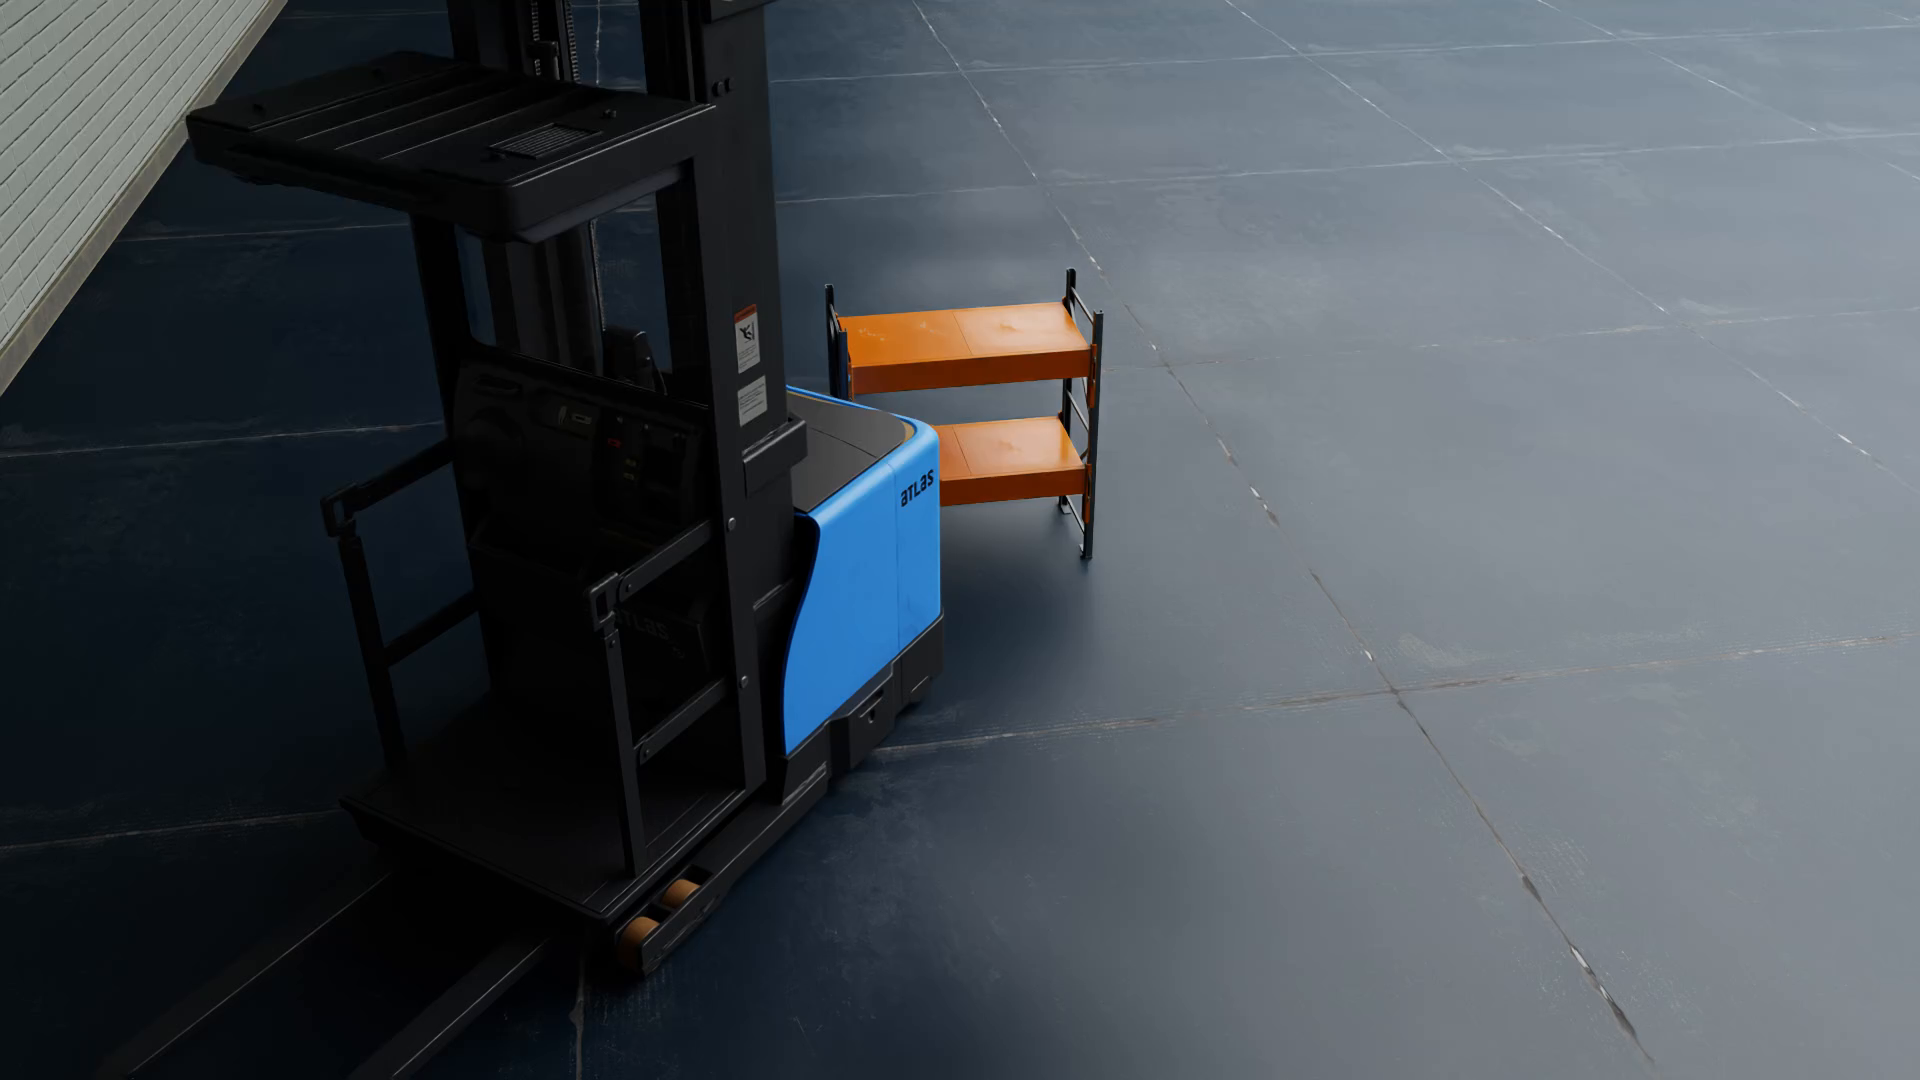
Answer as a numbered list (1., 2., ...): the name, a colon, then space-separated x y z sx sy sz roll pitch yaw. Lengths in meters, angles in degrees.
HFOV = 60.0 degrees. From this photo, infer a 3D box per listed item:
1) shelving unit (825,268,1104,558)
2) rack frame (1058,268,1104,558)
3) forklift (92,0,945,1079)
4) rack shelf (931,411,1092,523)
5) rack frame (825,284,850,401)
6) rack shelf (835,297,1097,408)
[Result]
1. shelving unit: 0.007 -0.486 6.966 1.048 1.125 0.538 -5 31 -9
2. rack frame: 0.507 -0.532 7.045 0.032 1.125 0.500 -5 31 -9
3. forklift: -1.240 -0.223 4.738 1.130 2.935 3.031 17 34 26
4. rack shelf: 0.007 -0.275 7.090 1.000 0.278 0.538 -5 31 -9
5. rack frame: -0.493 -0.439 6.887 0.032 1.125 0.500 -5 31 -9
6. rack shelf: 0.007 -0.738 6.818 1.000 0.278 0.538 -5 31 -9
